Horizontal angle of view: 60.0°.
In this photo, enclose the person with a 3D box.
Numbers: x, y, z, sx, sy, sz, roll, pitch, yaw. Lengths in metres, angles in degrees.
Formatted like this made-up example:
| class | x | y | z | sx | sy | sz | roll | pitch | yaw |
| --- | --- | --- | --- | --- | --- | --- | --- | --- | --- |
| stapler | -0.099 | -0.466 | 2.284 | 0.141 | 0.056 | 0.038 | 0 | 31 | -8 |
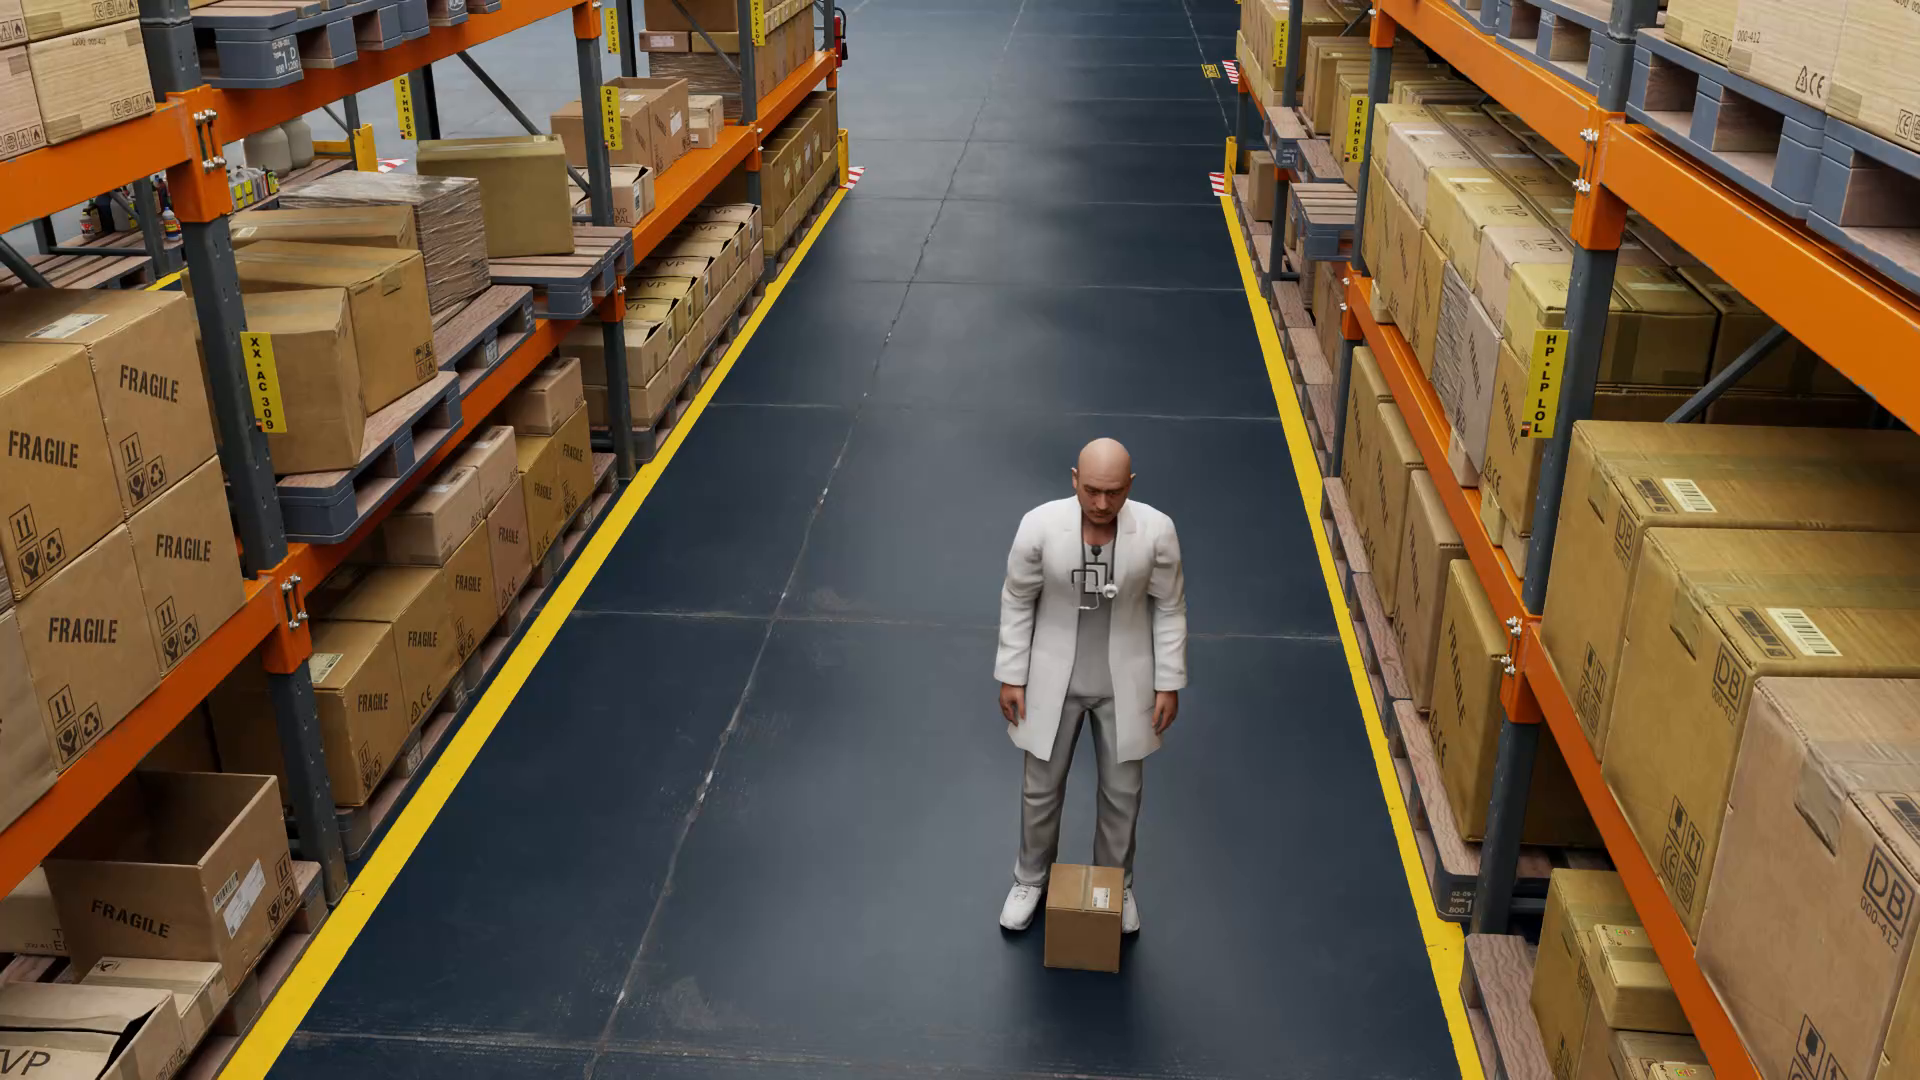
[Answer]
| class | x | y | z | sx | sy | sz | roll | pitch | yaw |
| --- | --- | --- | --- | --- | --- | --- | --- | --- | --- |
| person | 0.433 | 0.482 | 5.547 | 0.642 | 1.774 | 0.421 | 2 | 24 | 4 |
